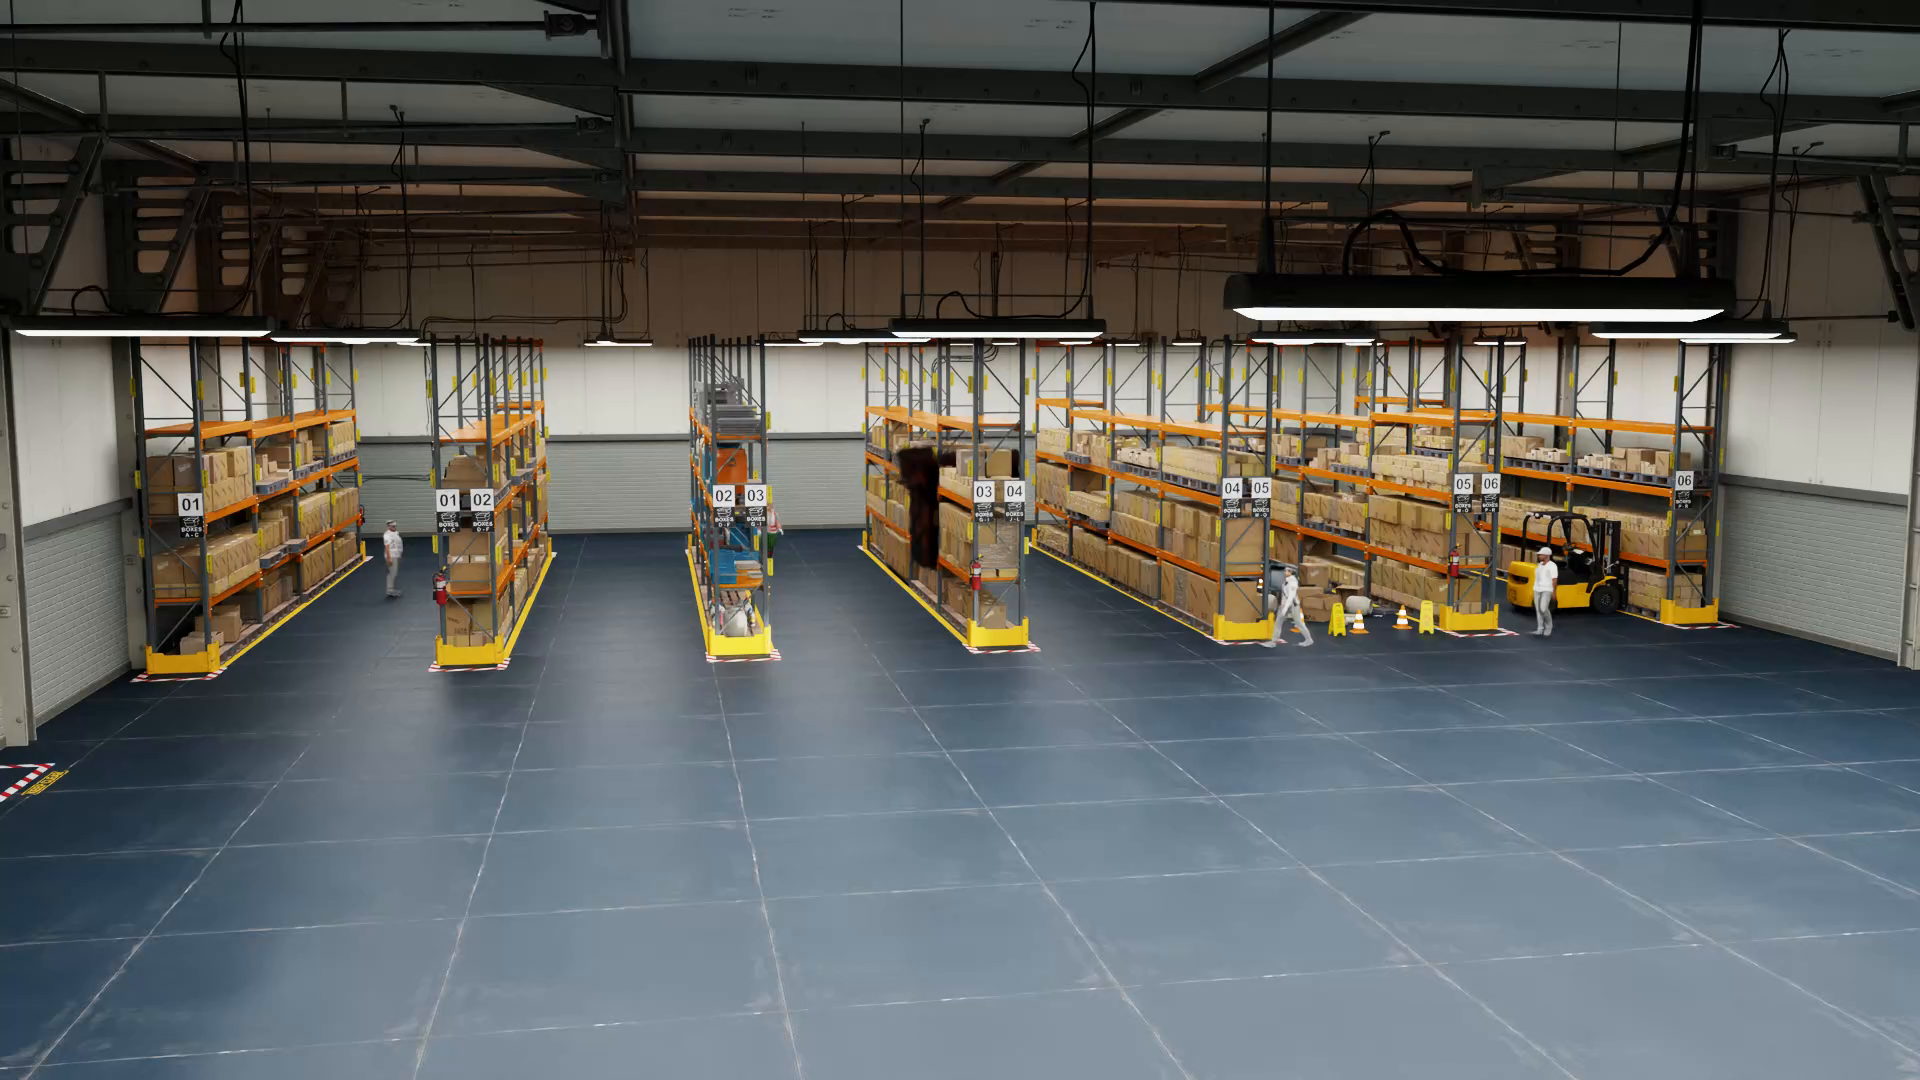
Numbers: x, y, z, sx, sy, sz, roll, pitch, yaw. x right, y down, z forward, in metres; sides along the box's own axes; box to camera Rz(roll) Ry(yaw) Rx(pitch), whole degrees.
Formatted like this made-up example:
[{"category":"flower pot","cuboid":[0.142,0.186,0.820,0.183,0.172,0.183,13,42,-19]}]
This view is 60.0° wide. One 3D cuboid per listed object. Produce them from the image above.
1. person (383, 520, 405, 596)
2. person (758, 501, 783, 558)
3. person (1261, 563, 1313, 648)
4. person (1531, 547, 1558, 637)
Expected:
[{"category":"person","cuboid":[-13.206,0.423,38.863,0.440,1.808,0.552,-1,7,-11]},{"category":"person","cuboid":[-5.007,-0.198,43.938,0.640,1.717,1.091,-2,7,-13]},{"category":"person","cuboid":[6.286,1.264,31.806,0.977,1.627,0.467,-3,7,-25]},{"category":"person","cuboid":[11.667,1.037,33.237,0.469,1.785,0.591,-5,8,-39]}]
